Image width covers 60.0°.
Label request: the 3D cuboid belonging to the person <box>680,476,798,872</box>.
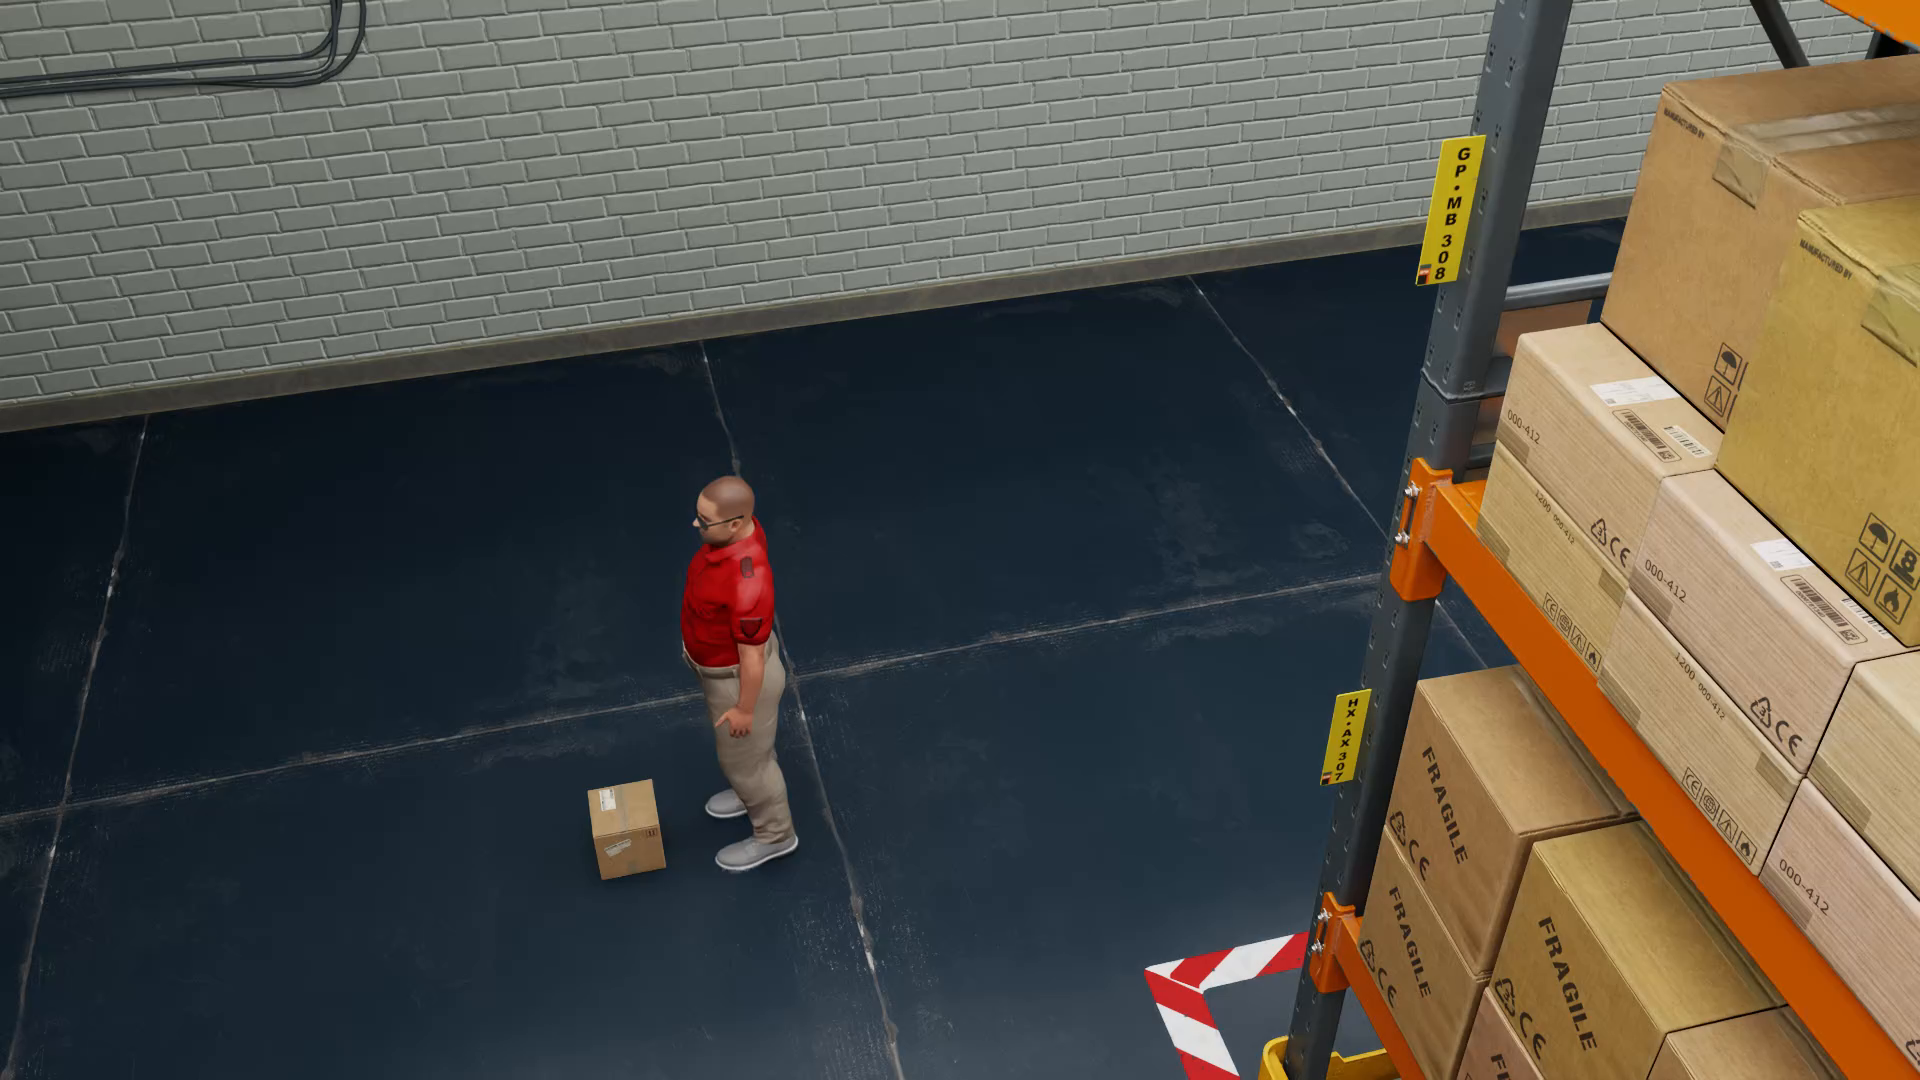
[{"bbox_3d":[-0.830,0.487,6.113,0.360,1.729,0.527,-8,39,-11],"label":"person"}]
